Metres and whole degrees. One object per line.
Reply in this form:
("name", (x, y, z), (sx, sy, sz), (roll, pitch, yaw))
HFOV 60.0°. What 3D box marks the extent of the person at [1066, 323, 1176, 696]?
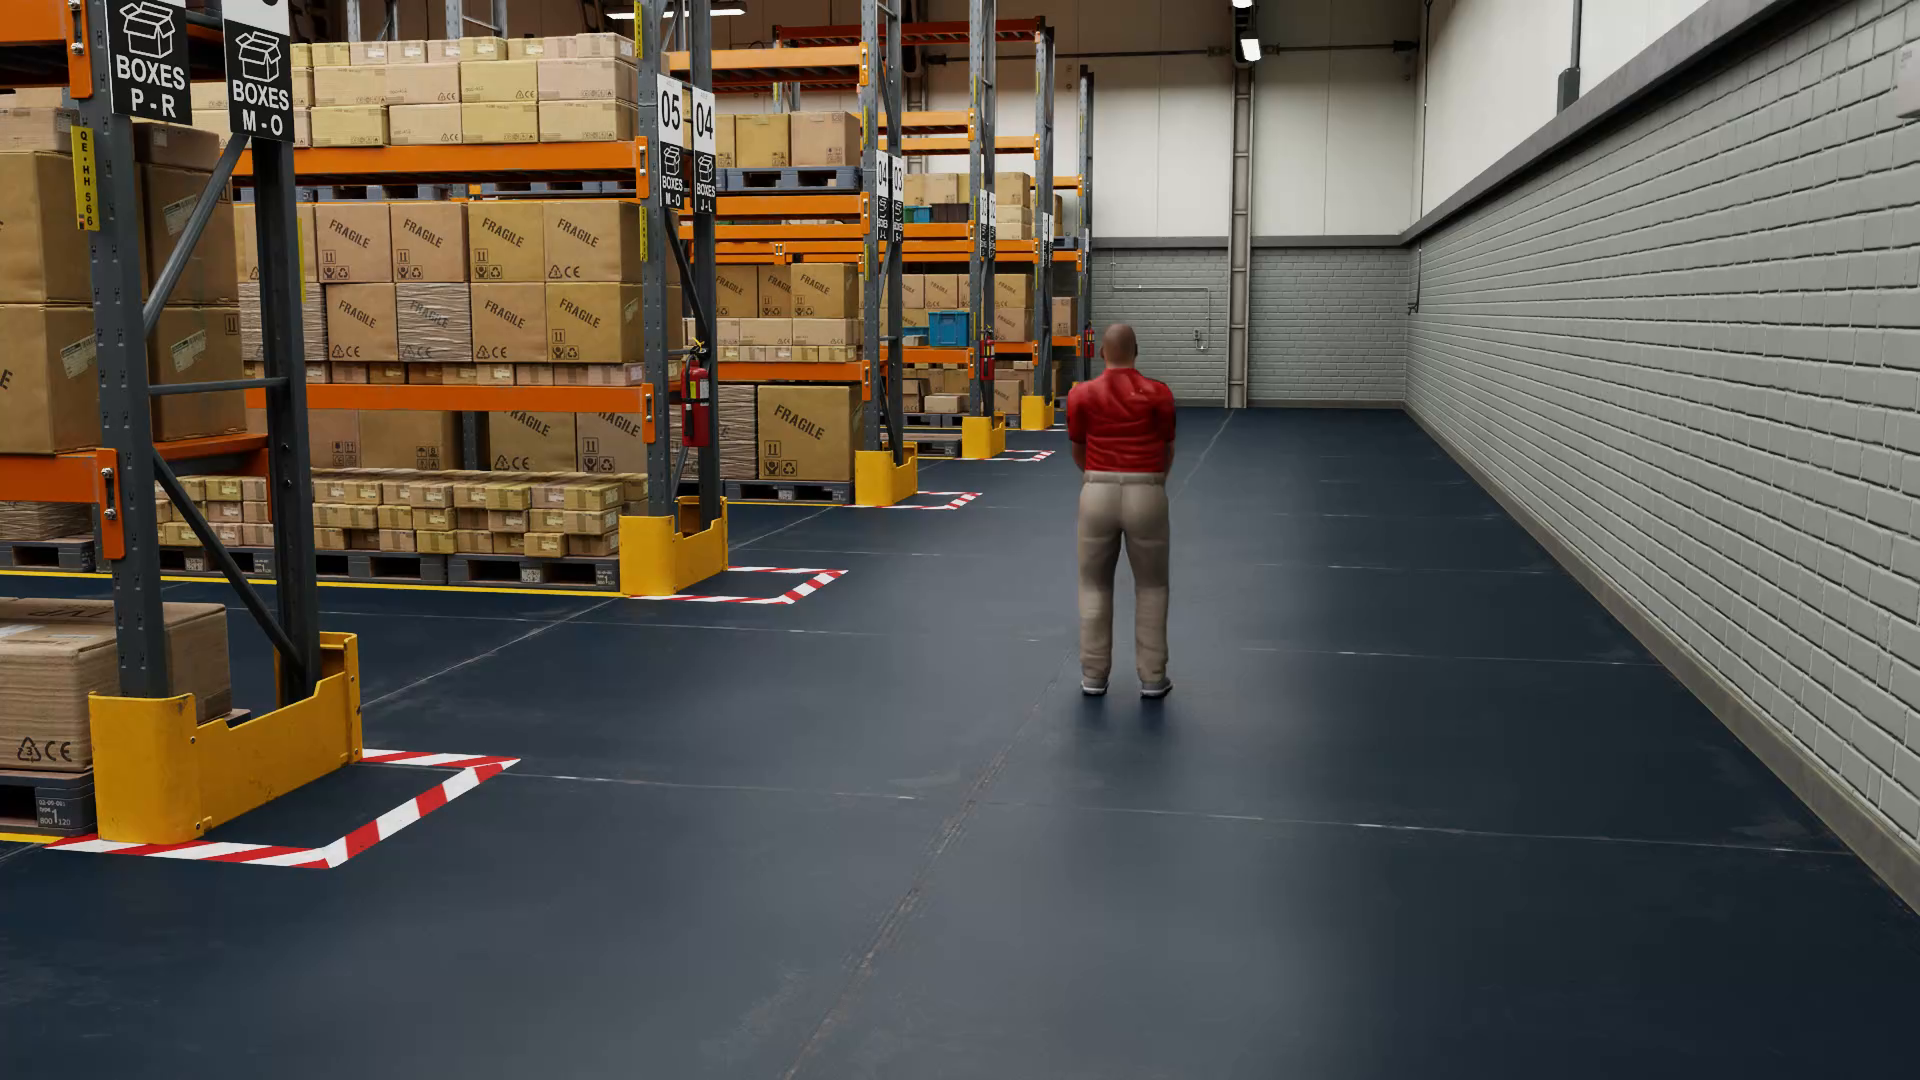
("person", (0.759, -0.151, 7.783), (0.501, 1.723, 0.527), (2, 8, 11))
